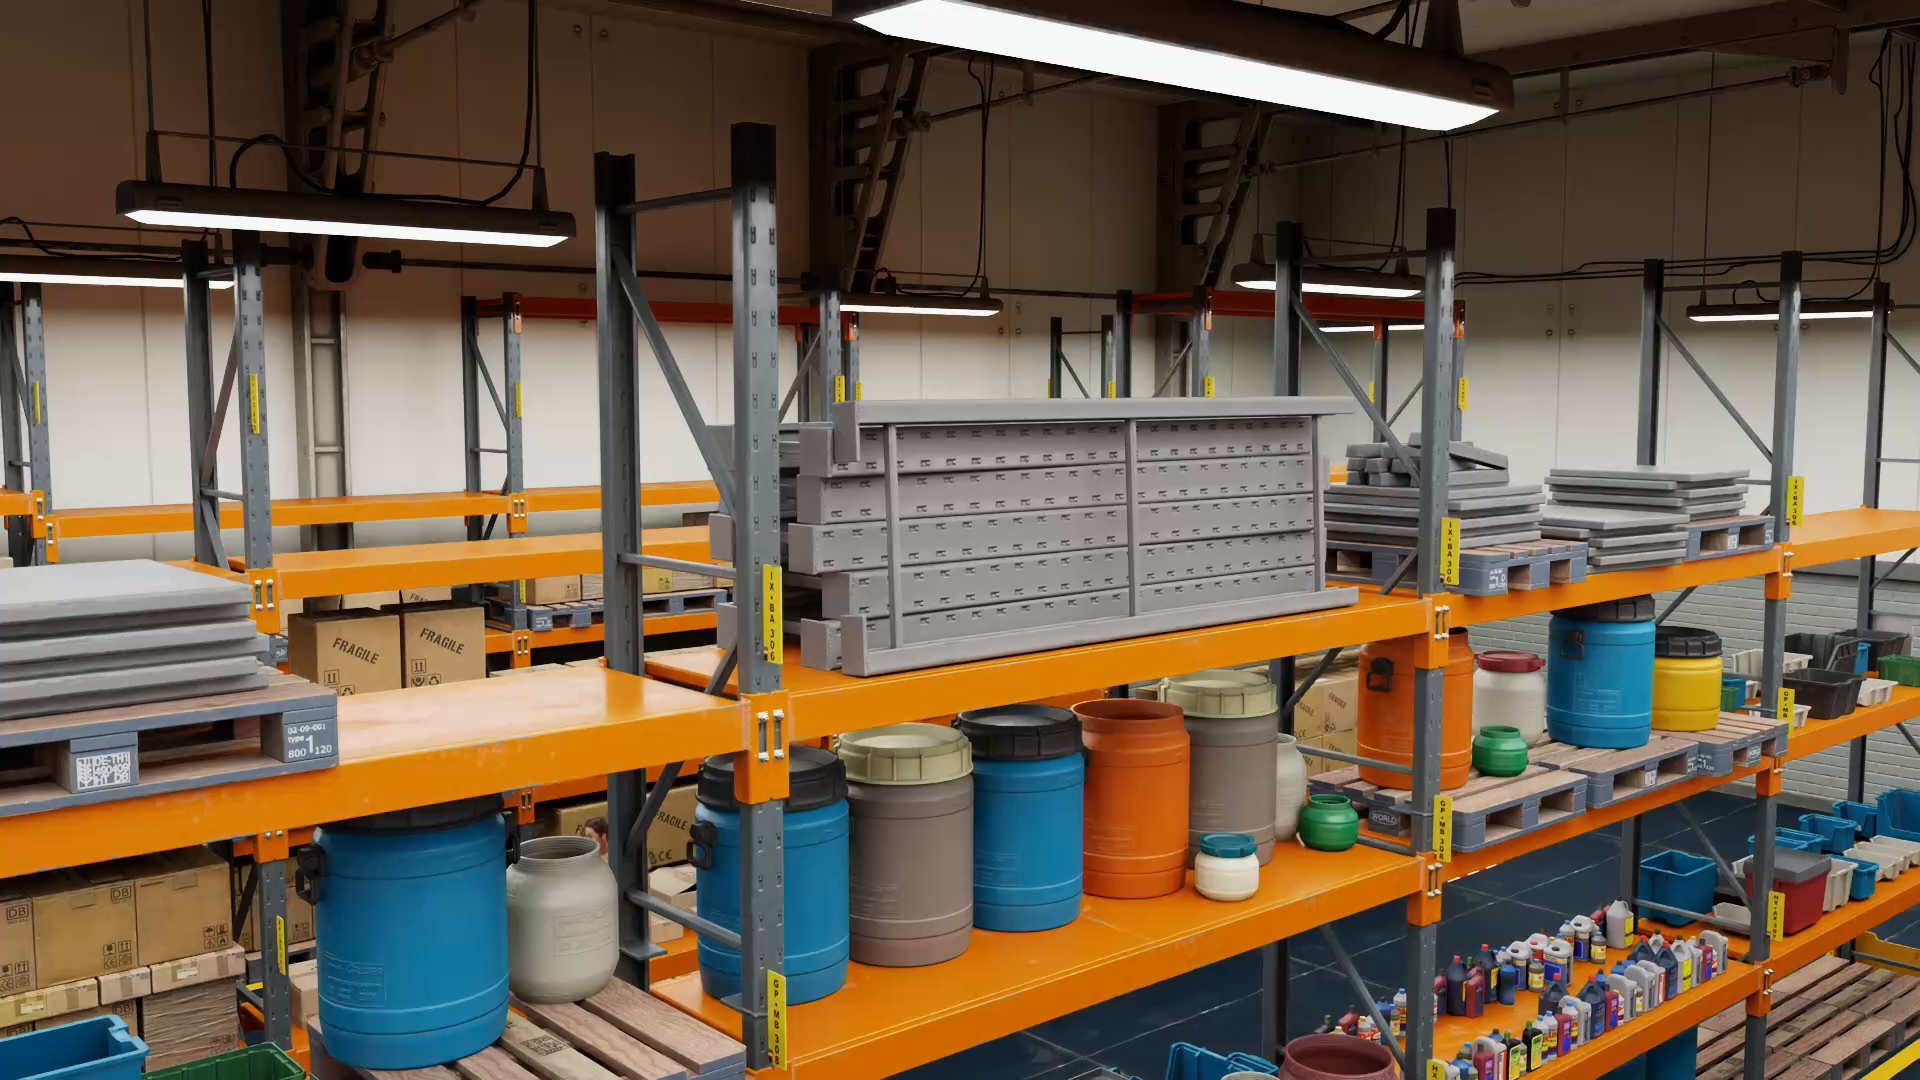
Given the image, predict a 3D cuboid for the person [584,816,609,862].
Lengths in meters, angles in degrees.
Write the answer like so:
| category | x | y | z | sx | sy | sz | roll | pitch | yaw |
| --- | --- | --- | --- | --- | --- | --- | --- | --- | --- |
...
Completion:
| category | x | y | z | sx | sy | sz | roll | pitch | yaw |
| --- | --- | --- | --- | --- | --- | --- | --- | --- | --- |
| person | -2.850 | 3.059 | 13.718 | 0.552 | 1.644 | 0.566 | 1 | 6 | 15 |
